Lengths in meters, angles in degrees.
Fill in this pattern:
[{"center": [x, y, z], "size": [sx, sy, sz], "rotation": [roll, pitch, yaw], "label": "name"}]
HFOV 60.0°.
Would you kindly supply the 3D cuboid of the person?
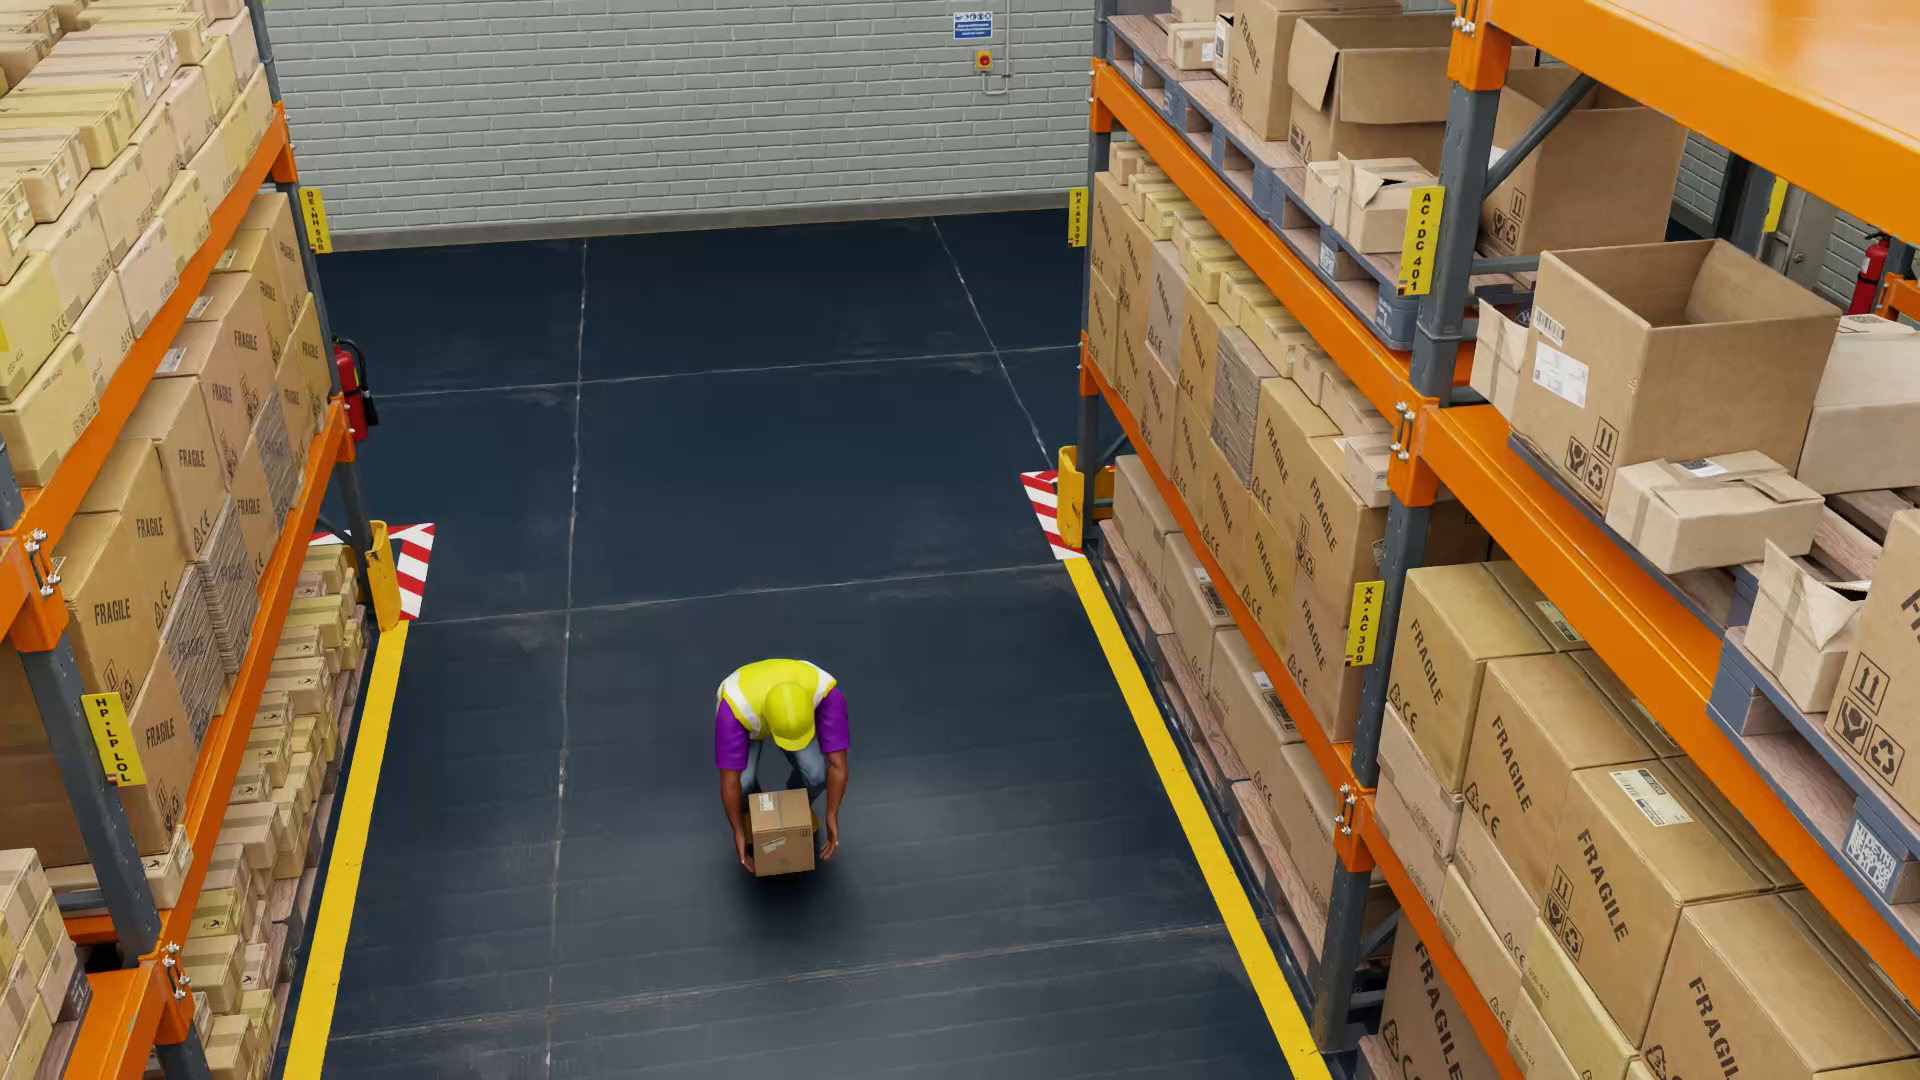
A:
[{"center": [-0.789, 0.896, 7.328], "size": [0.583, 1.026, 0.904], "rotation": [-5, 31, -9], "label": "person"}]
